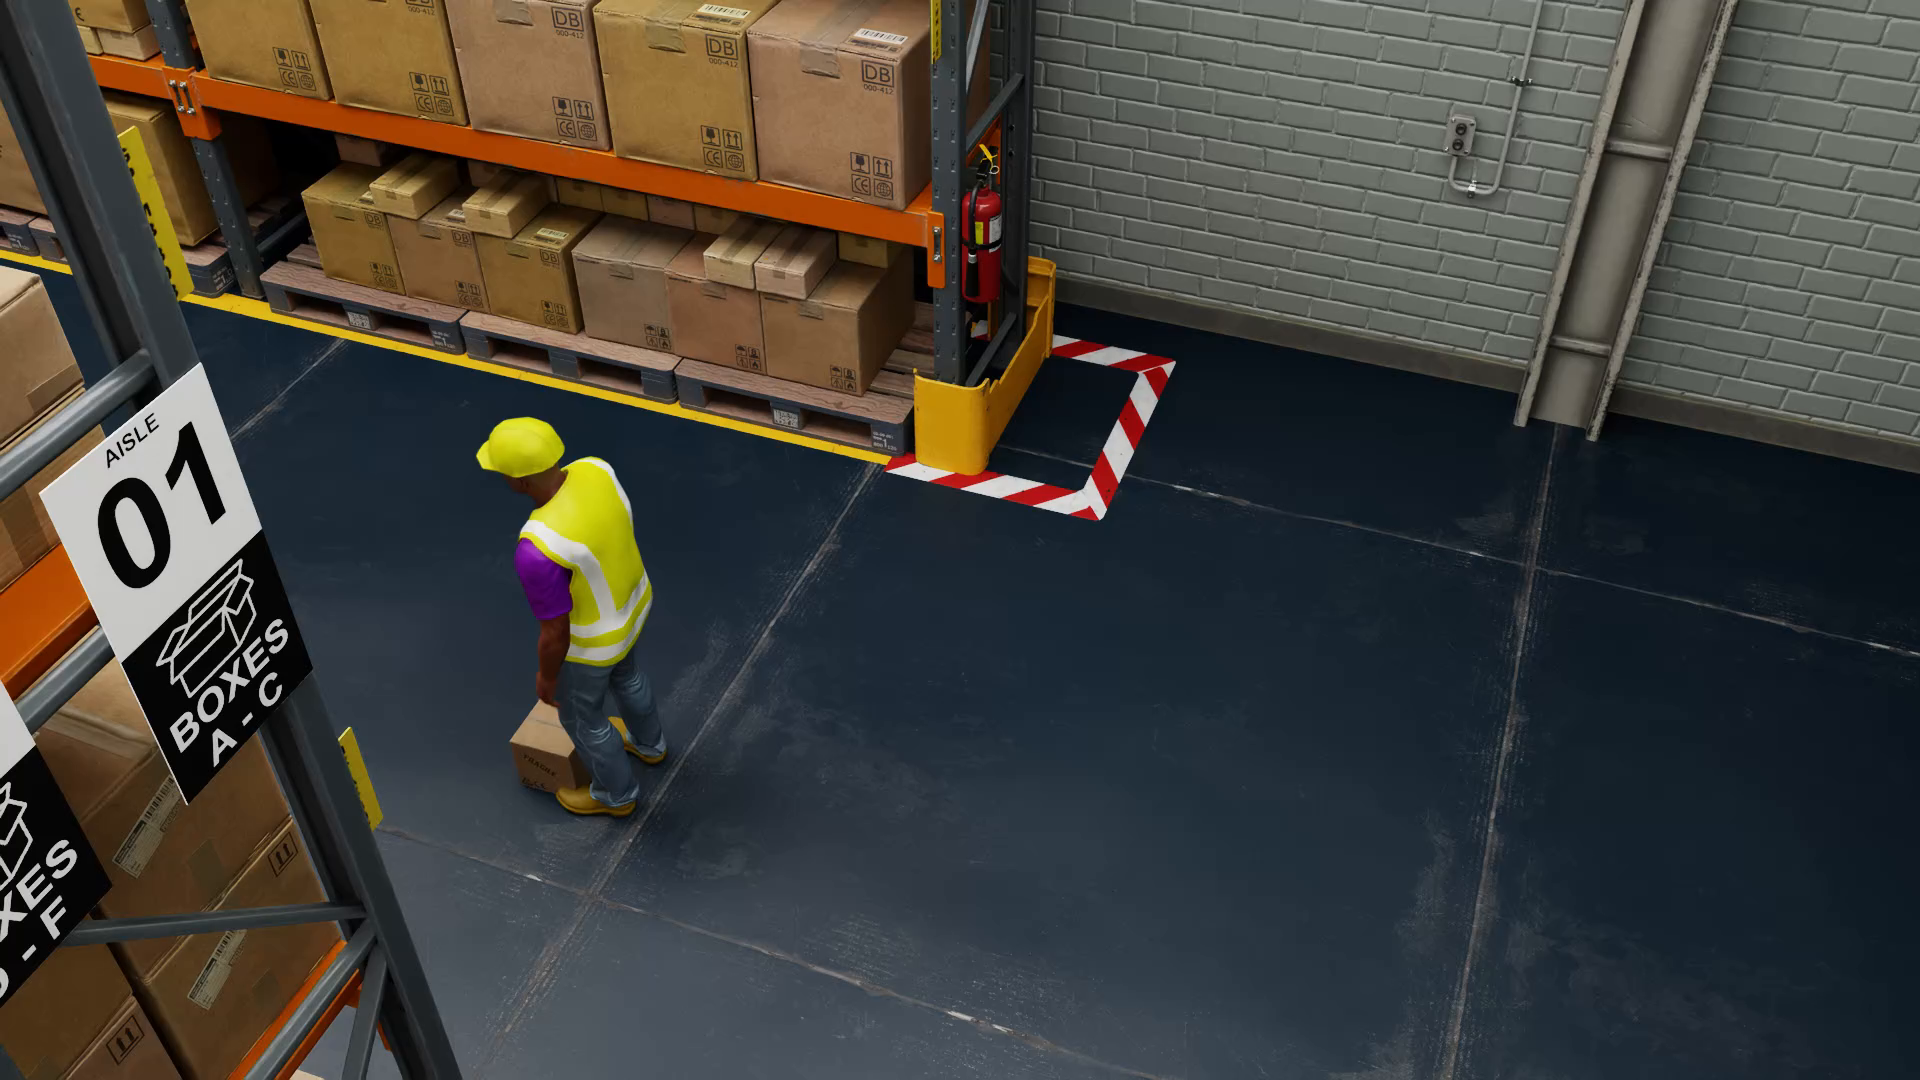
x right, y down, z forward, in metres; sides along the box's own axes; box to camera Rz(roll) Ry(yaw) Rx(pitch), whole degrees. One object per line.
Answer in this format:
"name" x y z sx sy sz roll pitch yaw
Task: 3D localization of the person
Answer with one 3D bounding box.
"person" -1.321 0.281 5.825 0.462 1.759 0.633 11 42 12
